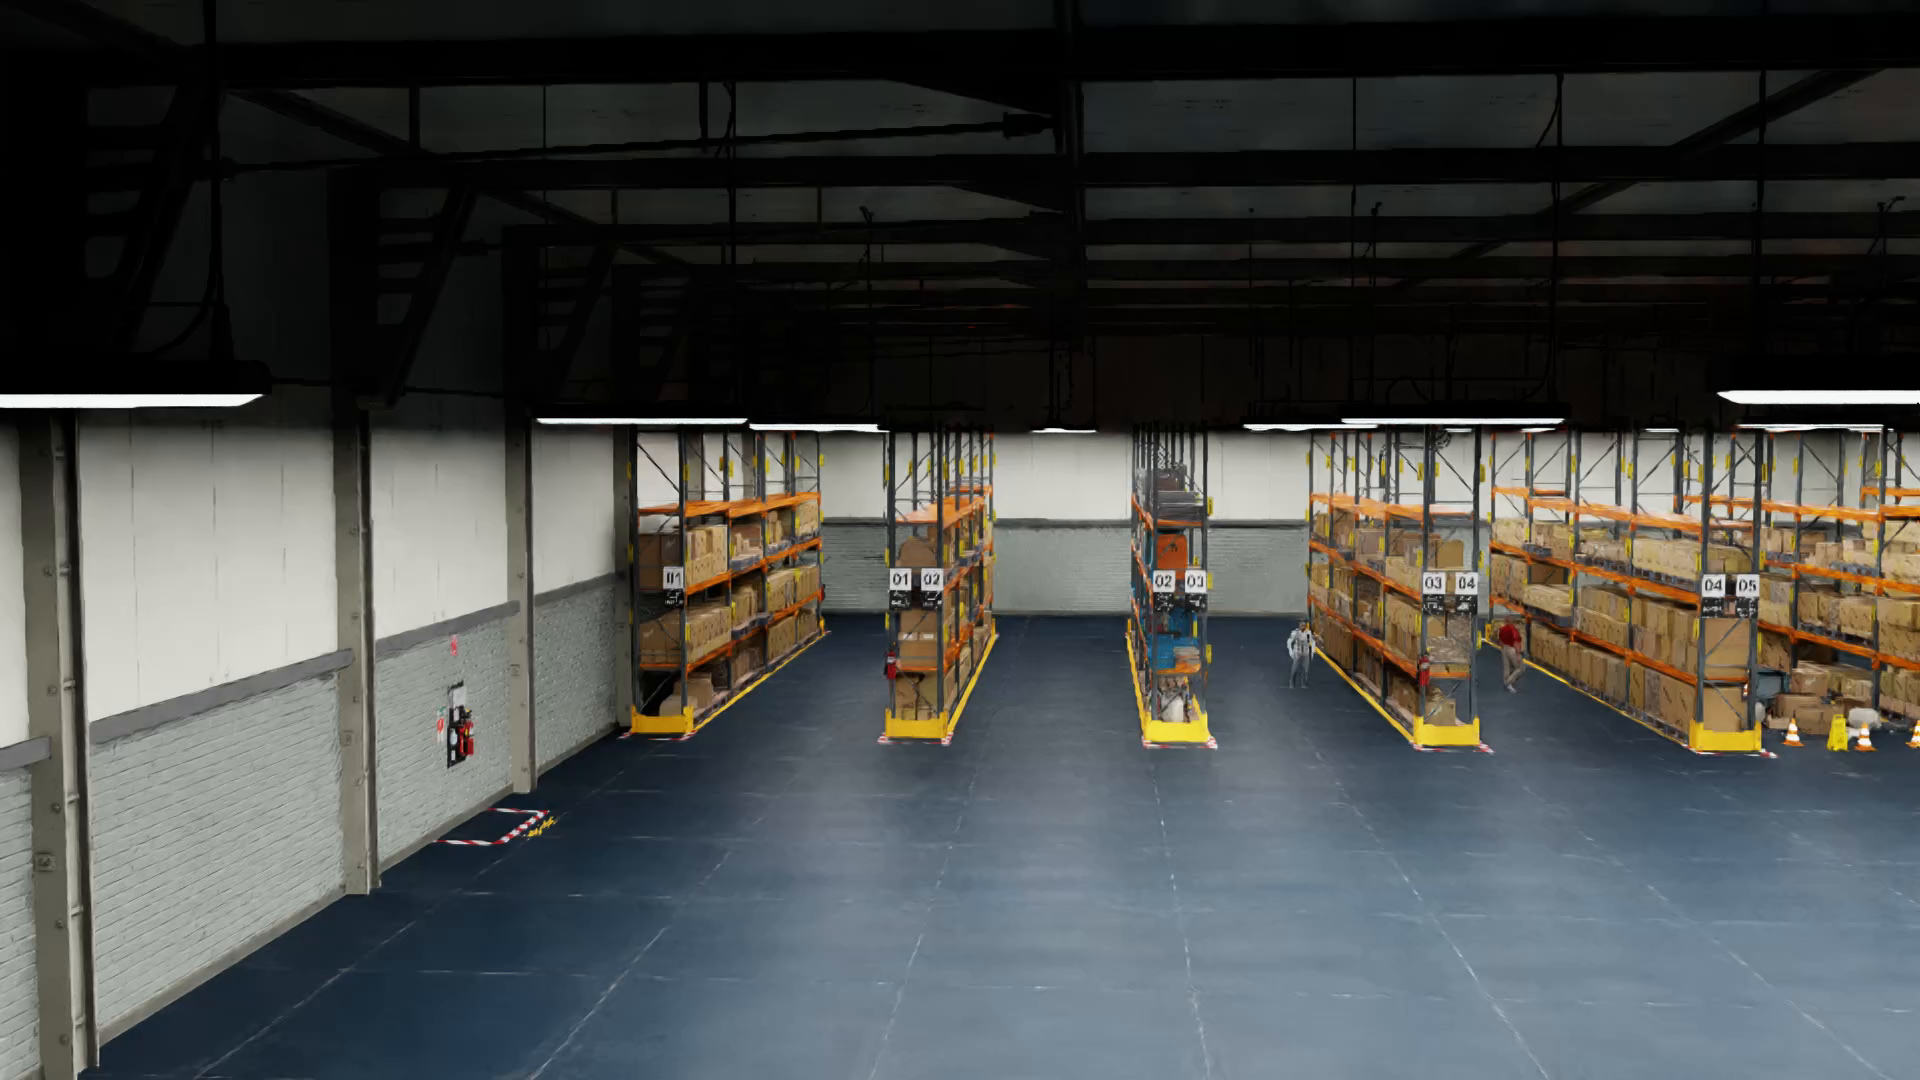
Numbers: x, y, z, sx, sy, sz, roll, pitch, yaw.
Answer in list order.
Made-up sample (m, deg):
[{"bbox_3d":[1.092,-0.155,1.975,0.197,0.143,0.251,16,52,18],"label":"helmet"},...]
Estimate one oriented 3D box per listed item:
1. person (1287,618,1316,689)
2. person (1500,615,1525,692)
[{"bbox_3d":[7.673,2.549,37.394,0.639,1.632,0.512,0,4,2],"label":"person"},{"bbox_3d":[12.200,2.526,36.877,0.462,1.723,0.589,-2,4,-25],"label":"person"}]
